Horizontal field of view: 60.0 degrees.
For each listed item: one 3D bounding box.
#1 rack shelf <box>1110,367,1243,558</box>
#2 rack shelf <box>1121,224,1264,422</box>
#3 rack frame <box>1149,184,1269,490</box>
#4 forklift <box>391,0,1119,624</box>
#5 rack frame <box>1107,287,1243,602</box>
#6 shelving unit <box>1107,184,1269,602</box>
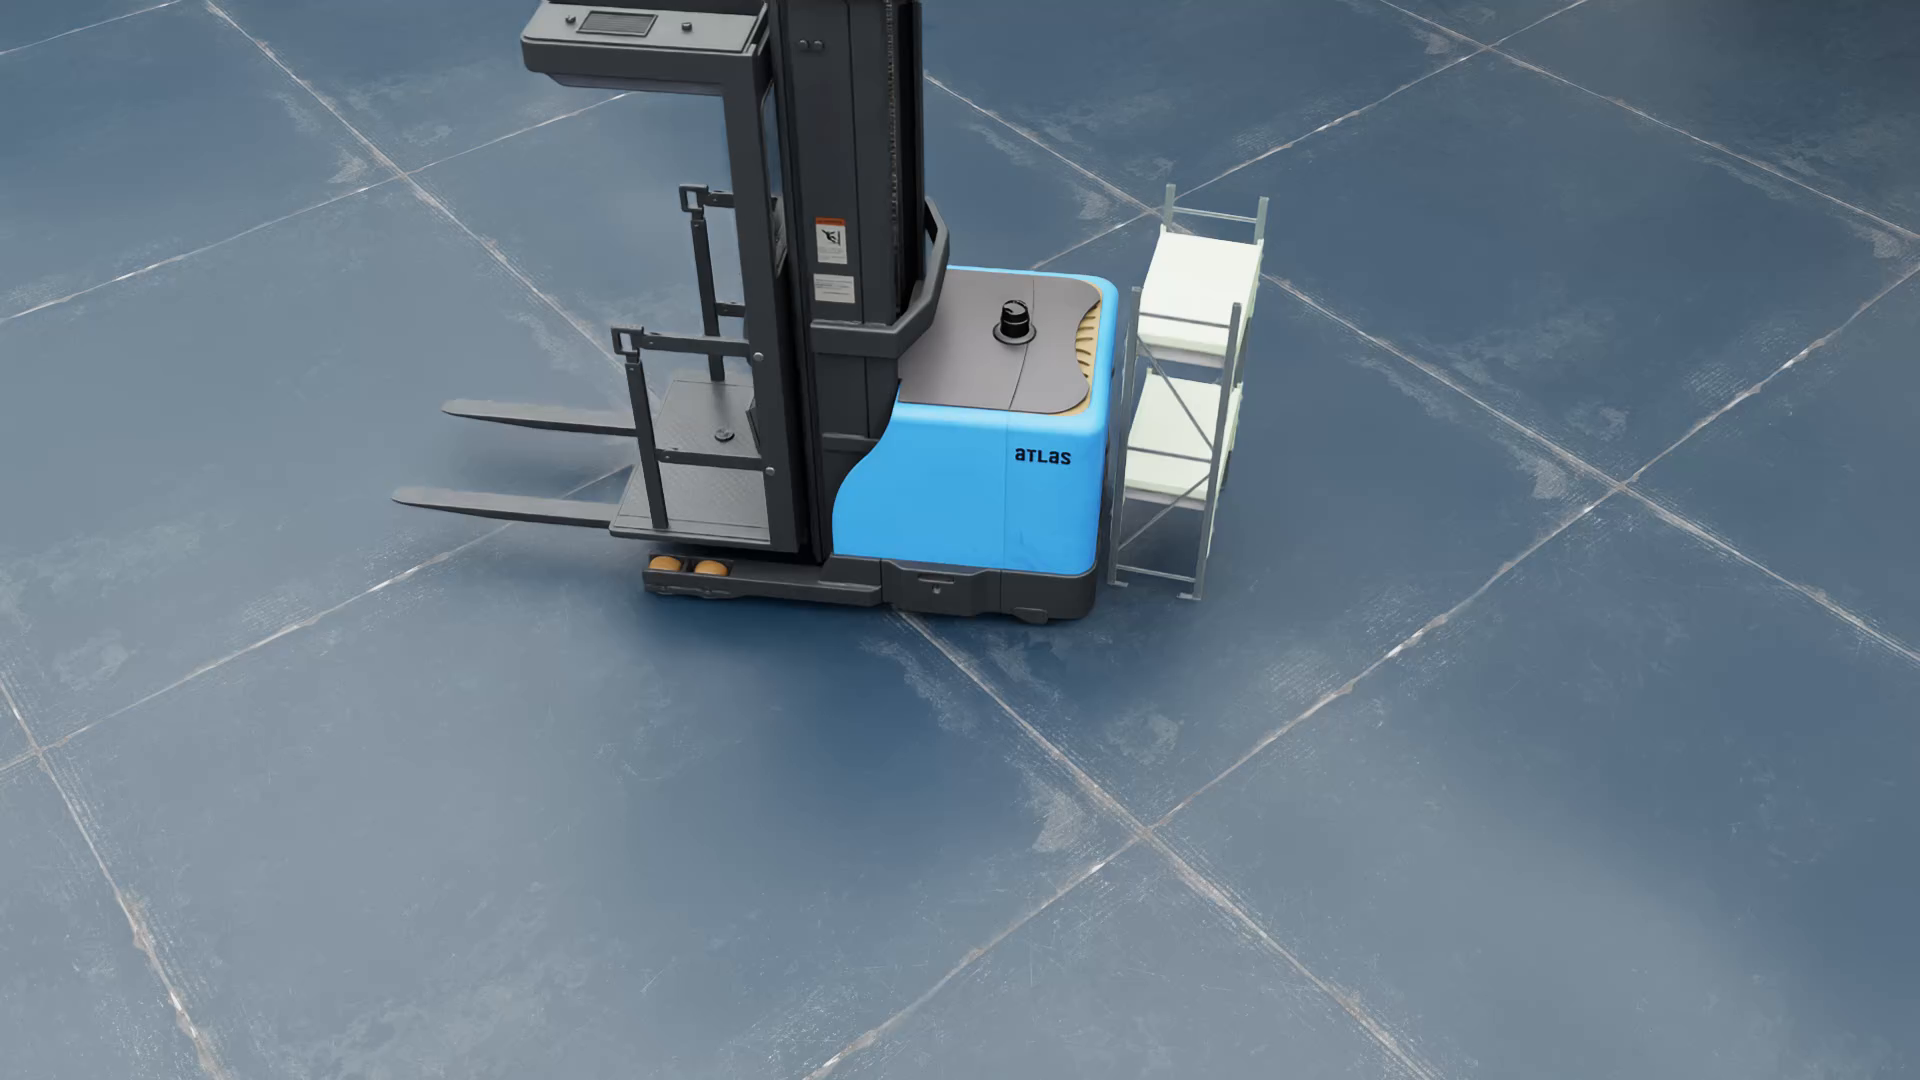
[{"bbox_3d":[0.913,-0.336,6.988,0.431,0.370,0.720,10,44,11],"label":"rack shelf"},{"bbox_3d":[0.913,-0.858,6.498,0.431,0.370,0.720,10,44,11],"label":"rack shelf"},{"bbox_3d":[1.008,-0.815,7.022,0.400,1.500,0.023,10,44,11],"label":"rack frame"},{"bbox_3d":[-0.893,-1.173,6.358,3.031,2.935,1.130,5,43,5],"label":"forklift"},{"bbox_3d":[0.818,-0.331,6.507,0.400,1.500,0.023,10,44,11],"label":"rack frame"},{"bbox_3d":[0.913,-0.573,6.765,0.431,1.500,0.755,10,44,11],"label":"shelving unit"}]
